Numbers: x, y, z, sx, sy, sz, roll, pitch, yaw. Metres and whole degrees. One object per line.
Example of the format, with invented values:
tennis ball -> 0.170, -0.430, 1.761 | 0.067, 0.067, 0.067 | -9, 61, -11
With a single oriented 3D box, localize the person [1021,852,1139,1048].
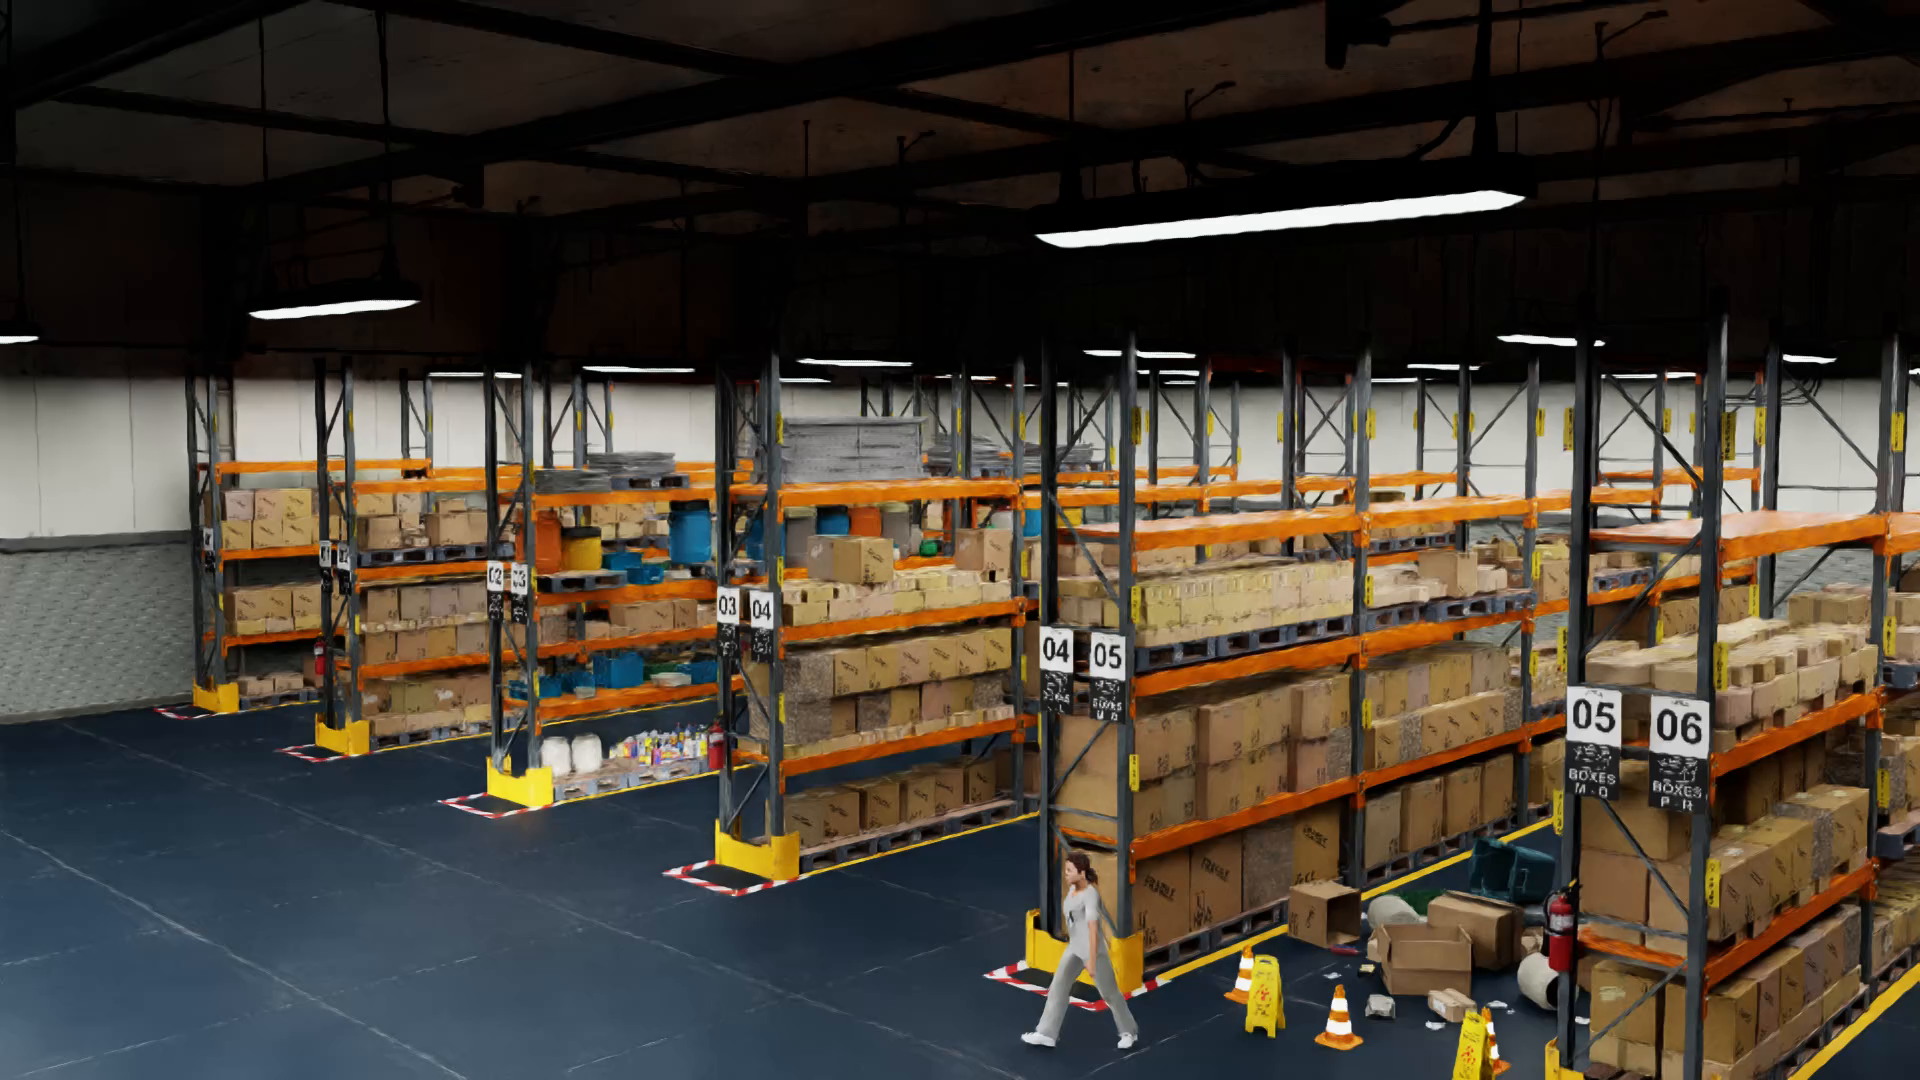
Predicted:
person -> 0.999, 3.324, 13.471 | 0.949, 1.621, 0.482 | -2, 5, -23

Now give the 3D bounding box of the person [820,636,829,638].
person -> -2.311, 2.147, 28.261 | 0.677, 1.726, 0.574 | 4, 6, 42
